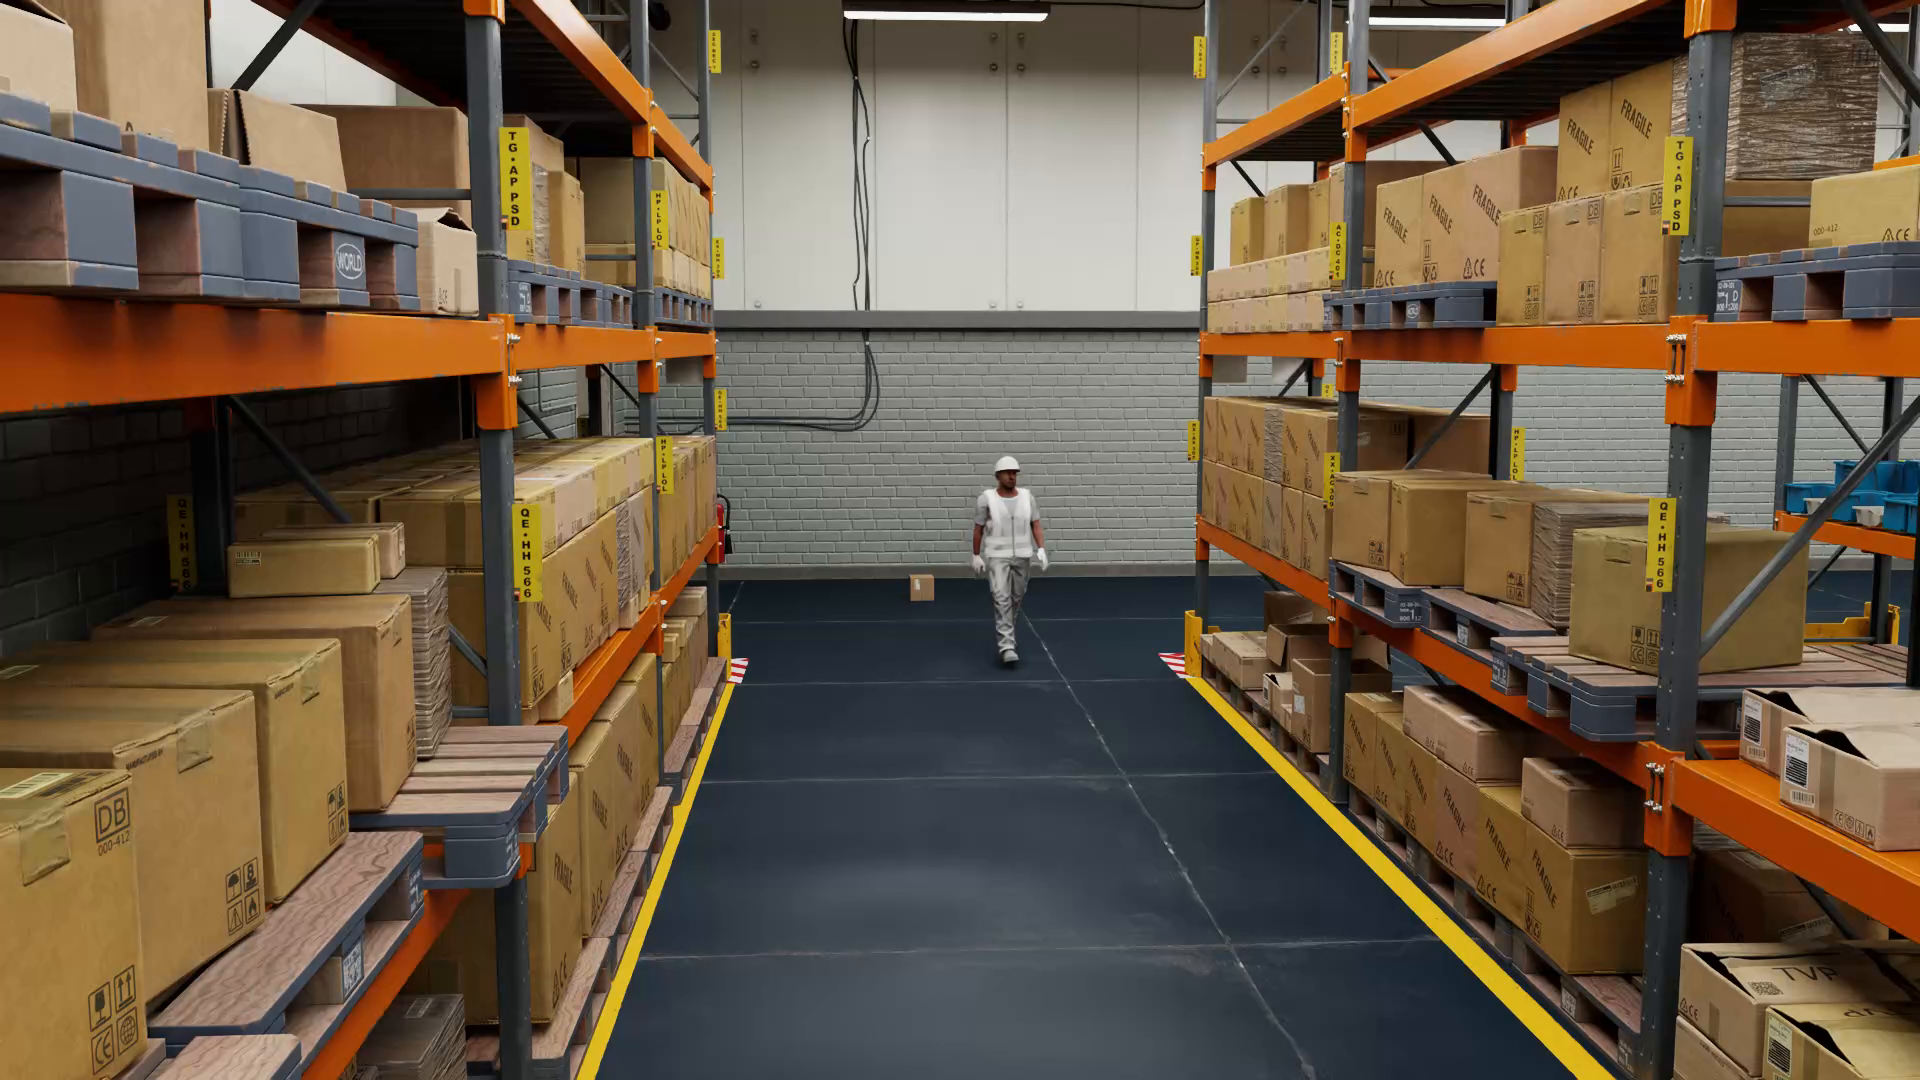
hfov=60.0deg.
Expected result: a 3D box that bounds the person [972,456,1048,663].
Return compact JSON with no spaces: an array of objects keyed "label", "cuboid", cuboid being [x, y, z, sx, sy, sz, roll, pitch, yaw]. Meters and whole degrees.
[{"label":"person","cuboid":[0.444,0.149,14.370,0.586,1.739,1.012,-2,7,-17]}]
